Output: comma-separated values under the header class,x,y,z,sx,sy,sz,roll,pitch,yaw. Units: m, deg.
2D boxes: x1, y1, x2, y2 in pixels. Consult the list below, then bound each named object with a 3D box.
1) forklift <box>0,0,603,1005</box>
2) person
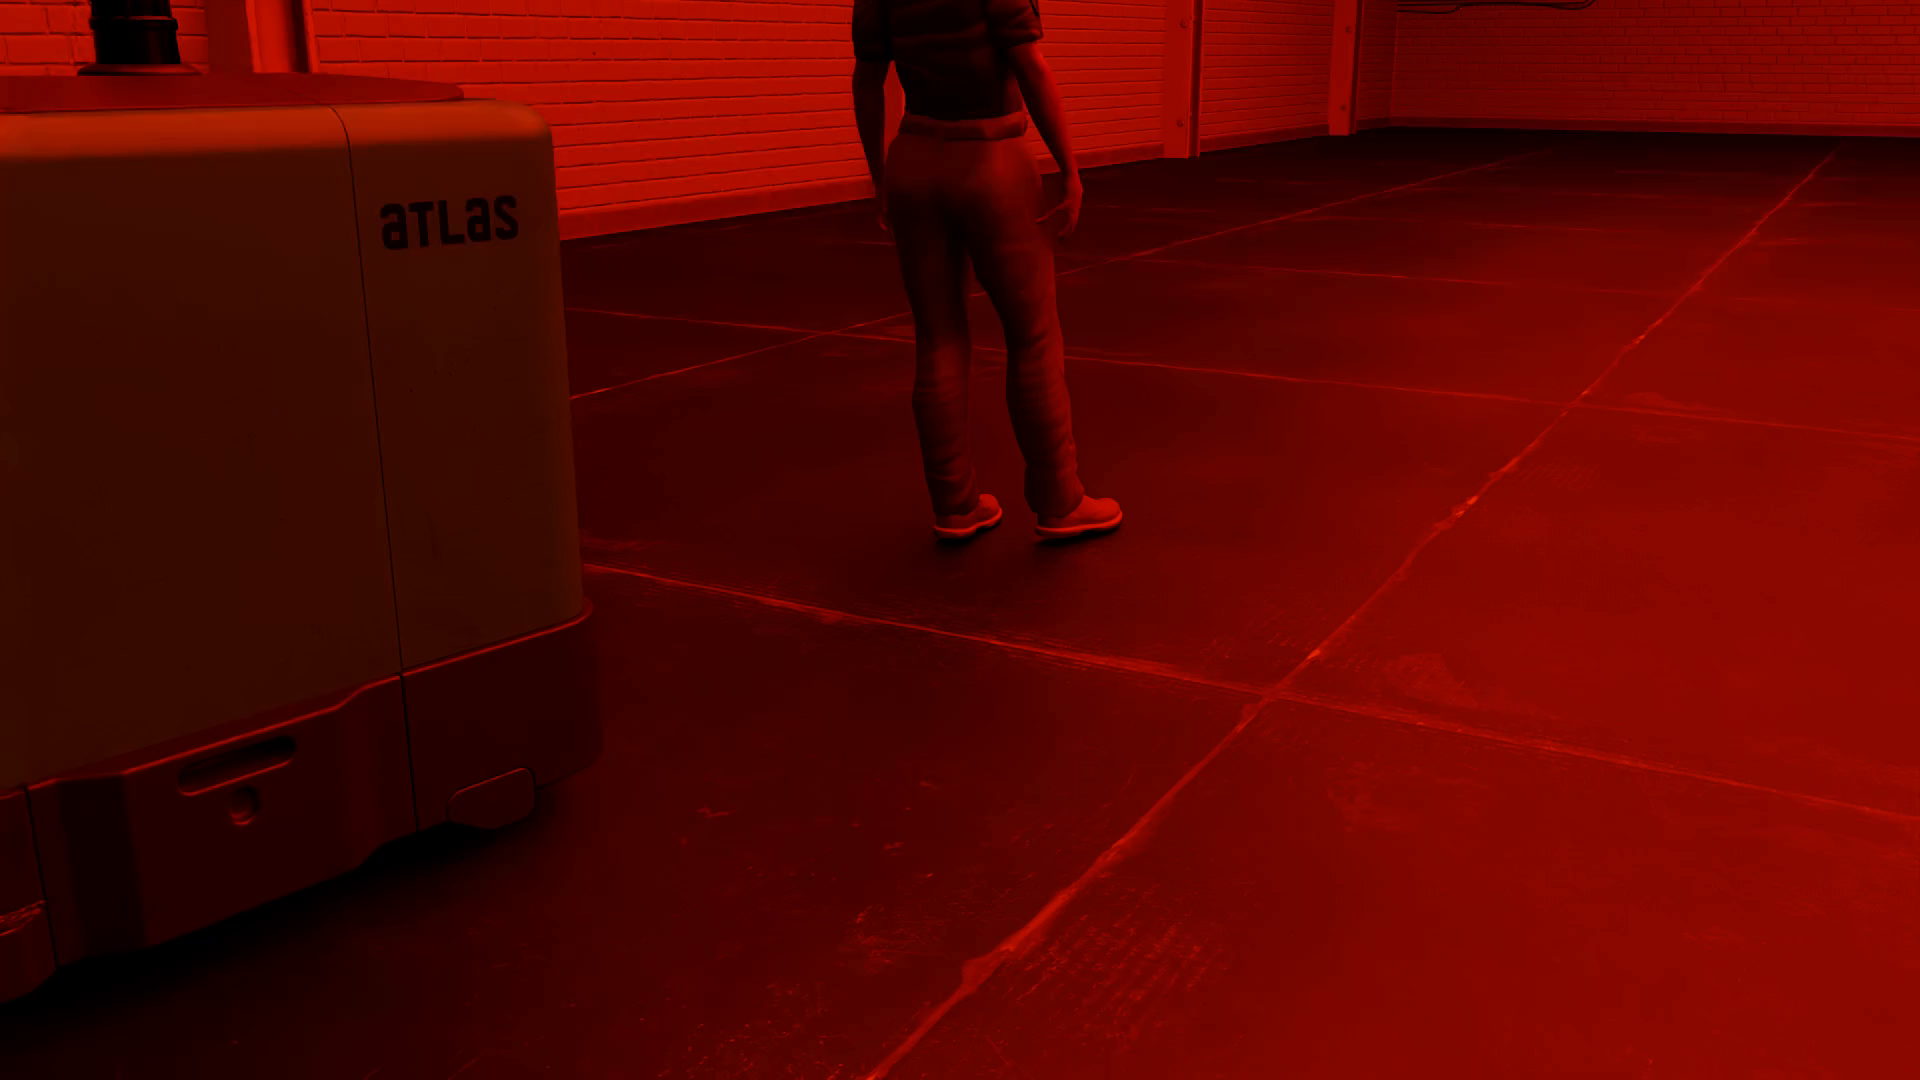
class,x,y,z,sx,sy,sz,roll,pitch,yaw
forklift,-1.916,-0.776,1.488,1.130,2.935,3.031,14,21,39
person,0.060,-0.819,3.869,0.570,1.656,0.503,9,19,28
